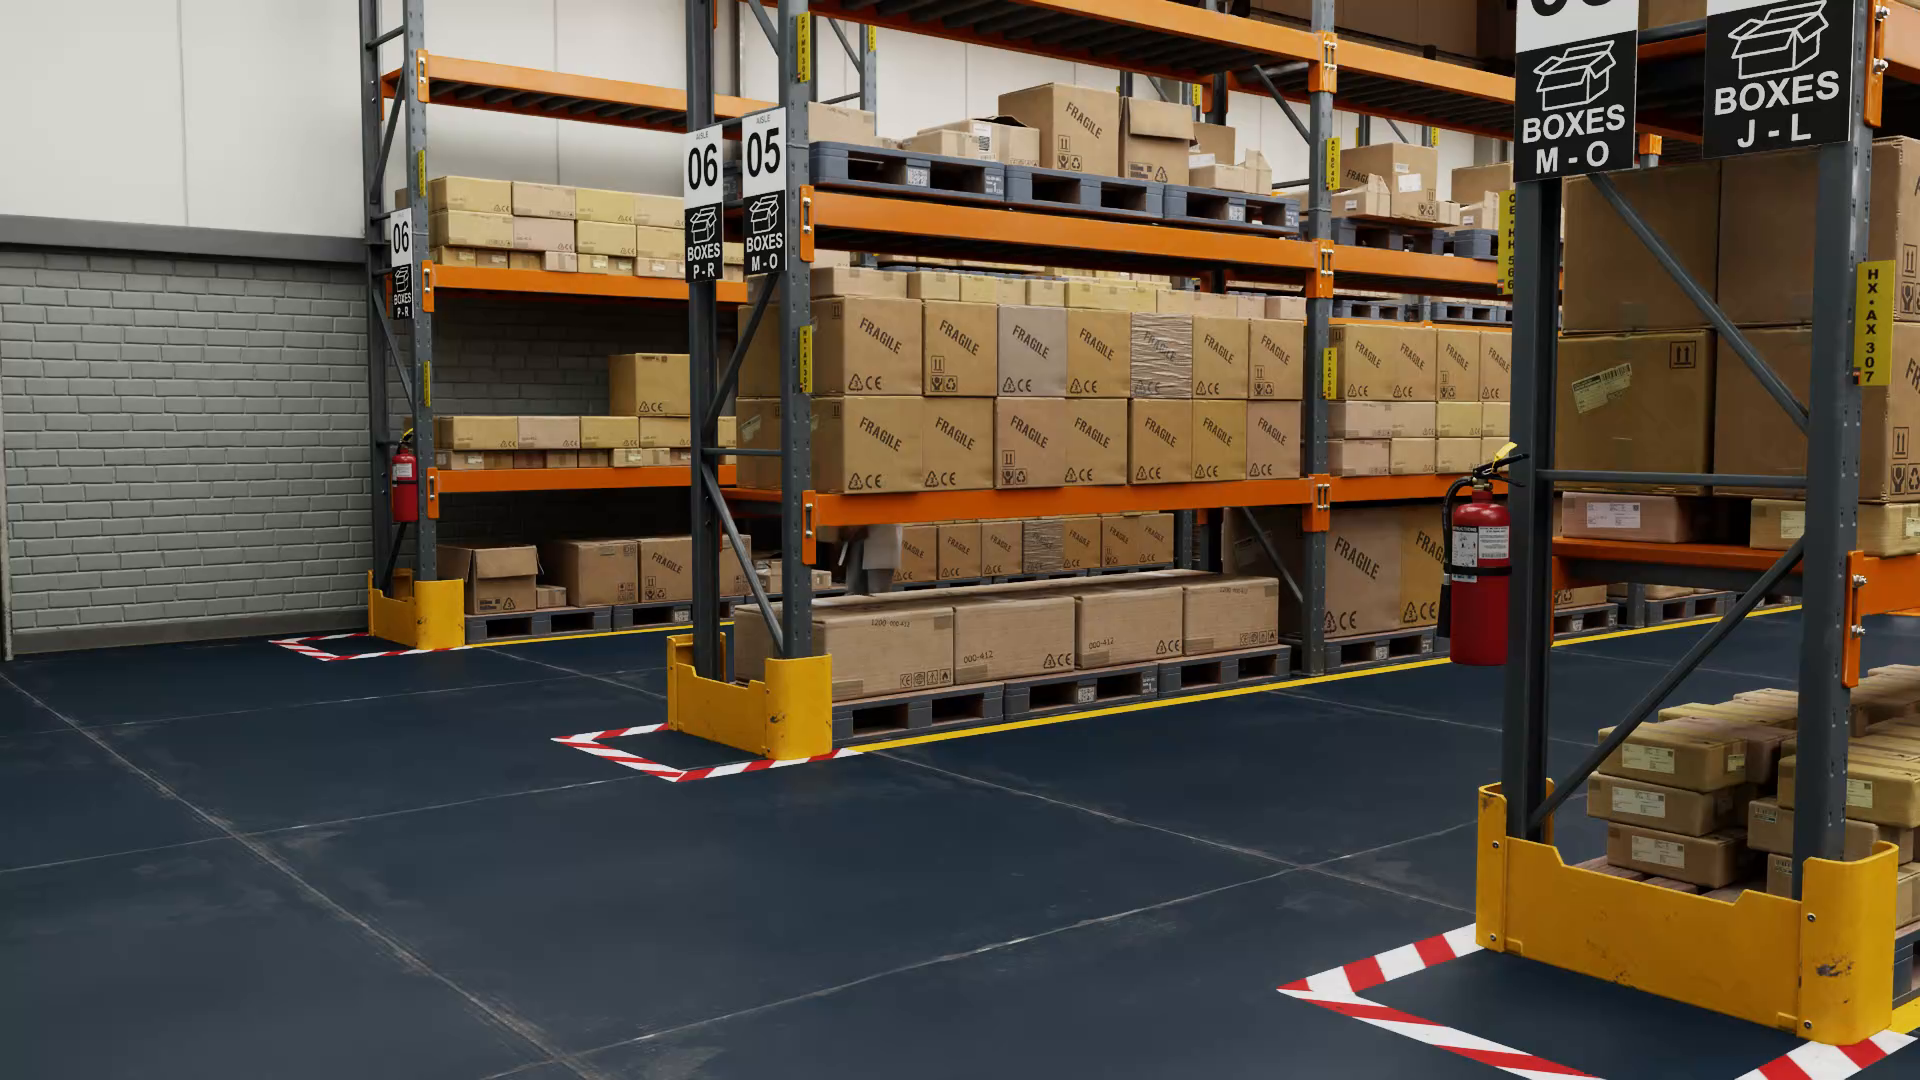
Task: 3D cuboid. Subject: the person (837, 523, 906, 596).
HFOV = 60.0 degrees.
[{"bbox_3d":[-0.589,-0.024,11.260,0.416,1.774,0.656,-4,5,-41],"label":"person"}]
